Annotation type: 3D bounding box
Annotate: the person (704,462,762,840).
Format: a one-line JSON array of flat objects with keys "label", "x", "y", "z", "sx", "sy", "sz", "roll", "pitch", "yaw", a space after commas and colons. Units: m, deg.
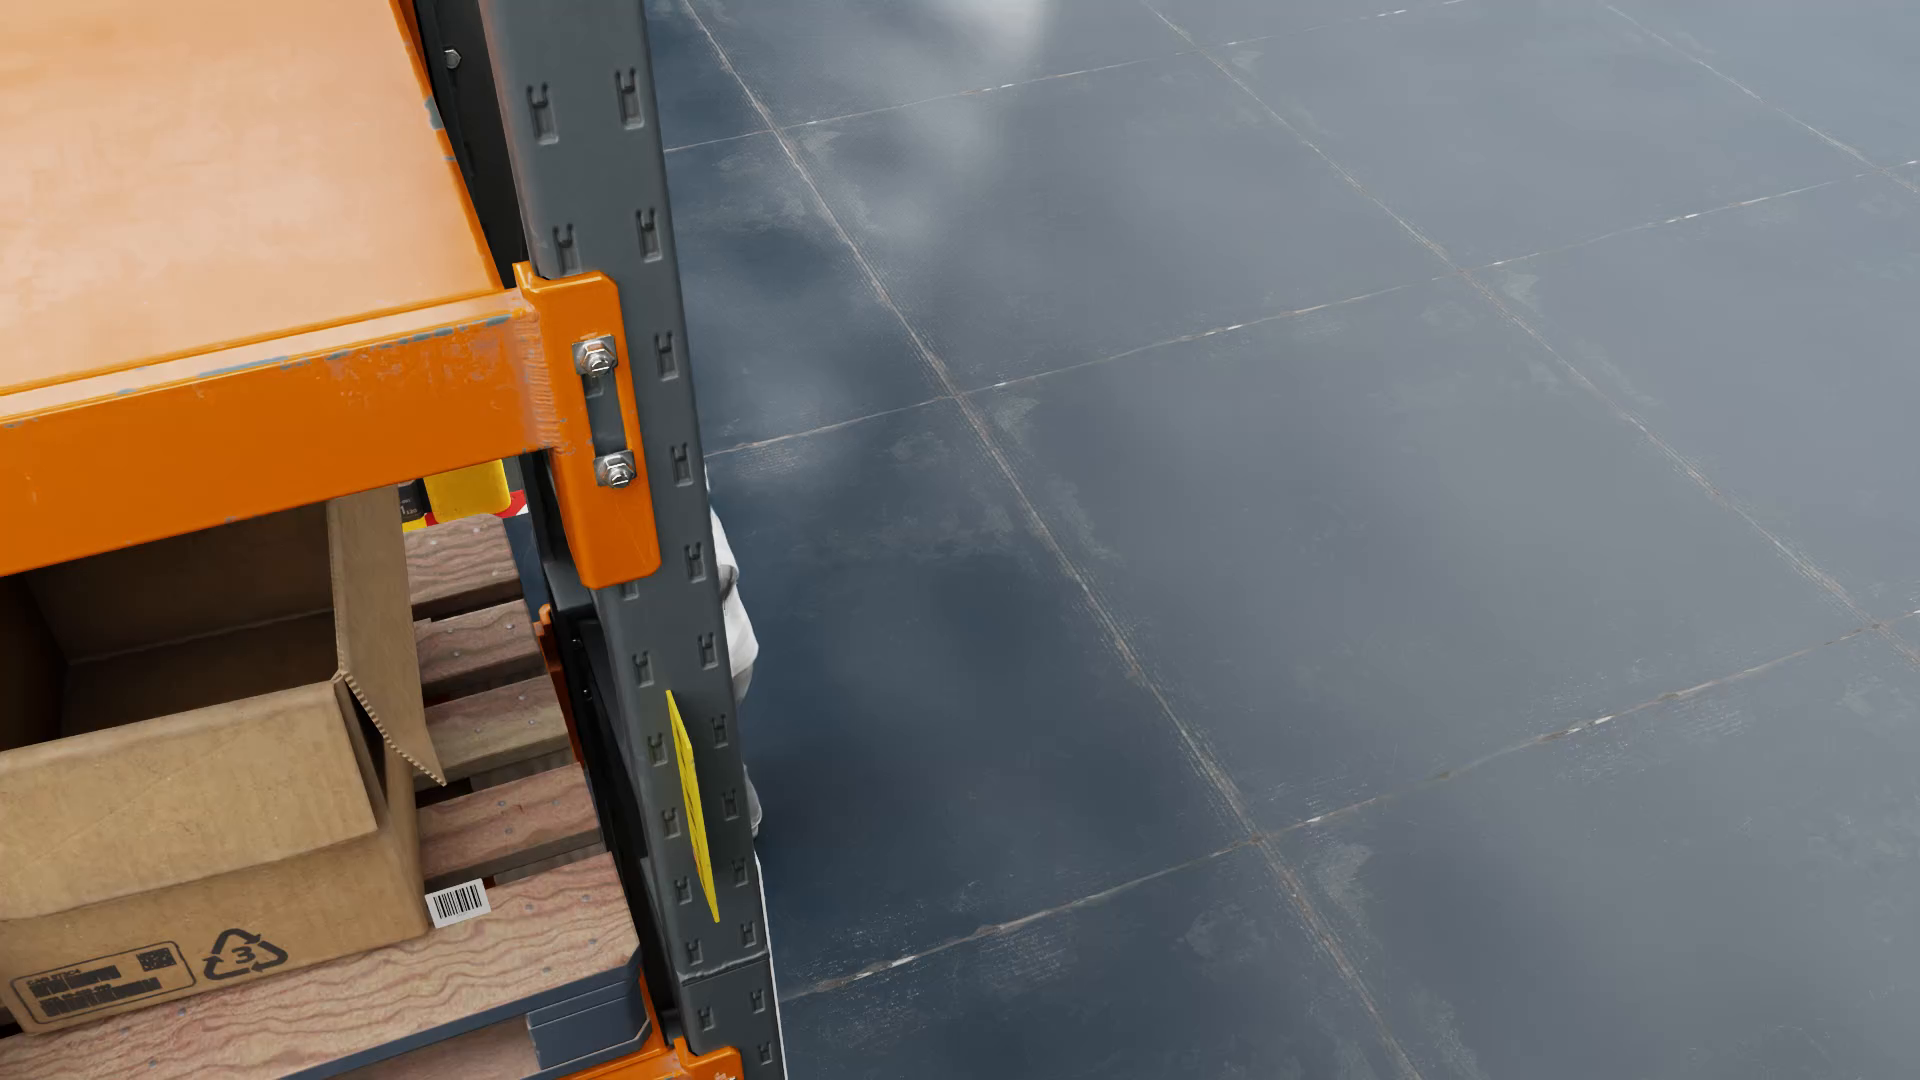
[{"label": "person", "x": -0.977, "y": 0.408, "z": 5.682, "sx": 0.554, "sy": 1.772, "sz": 0.495, "roll": -16, "pitch": 44, "yaw": -17}]
